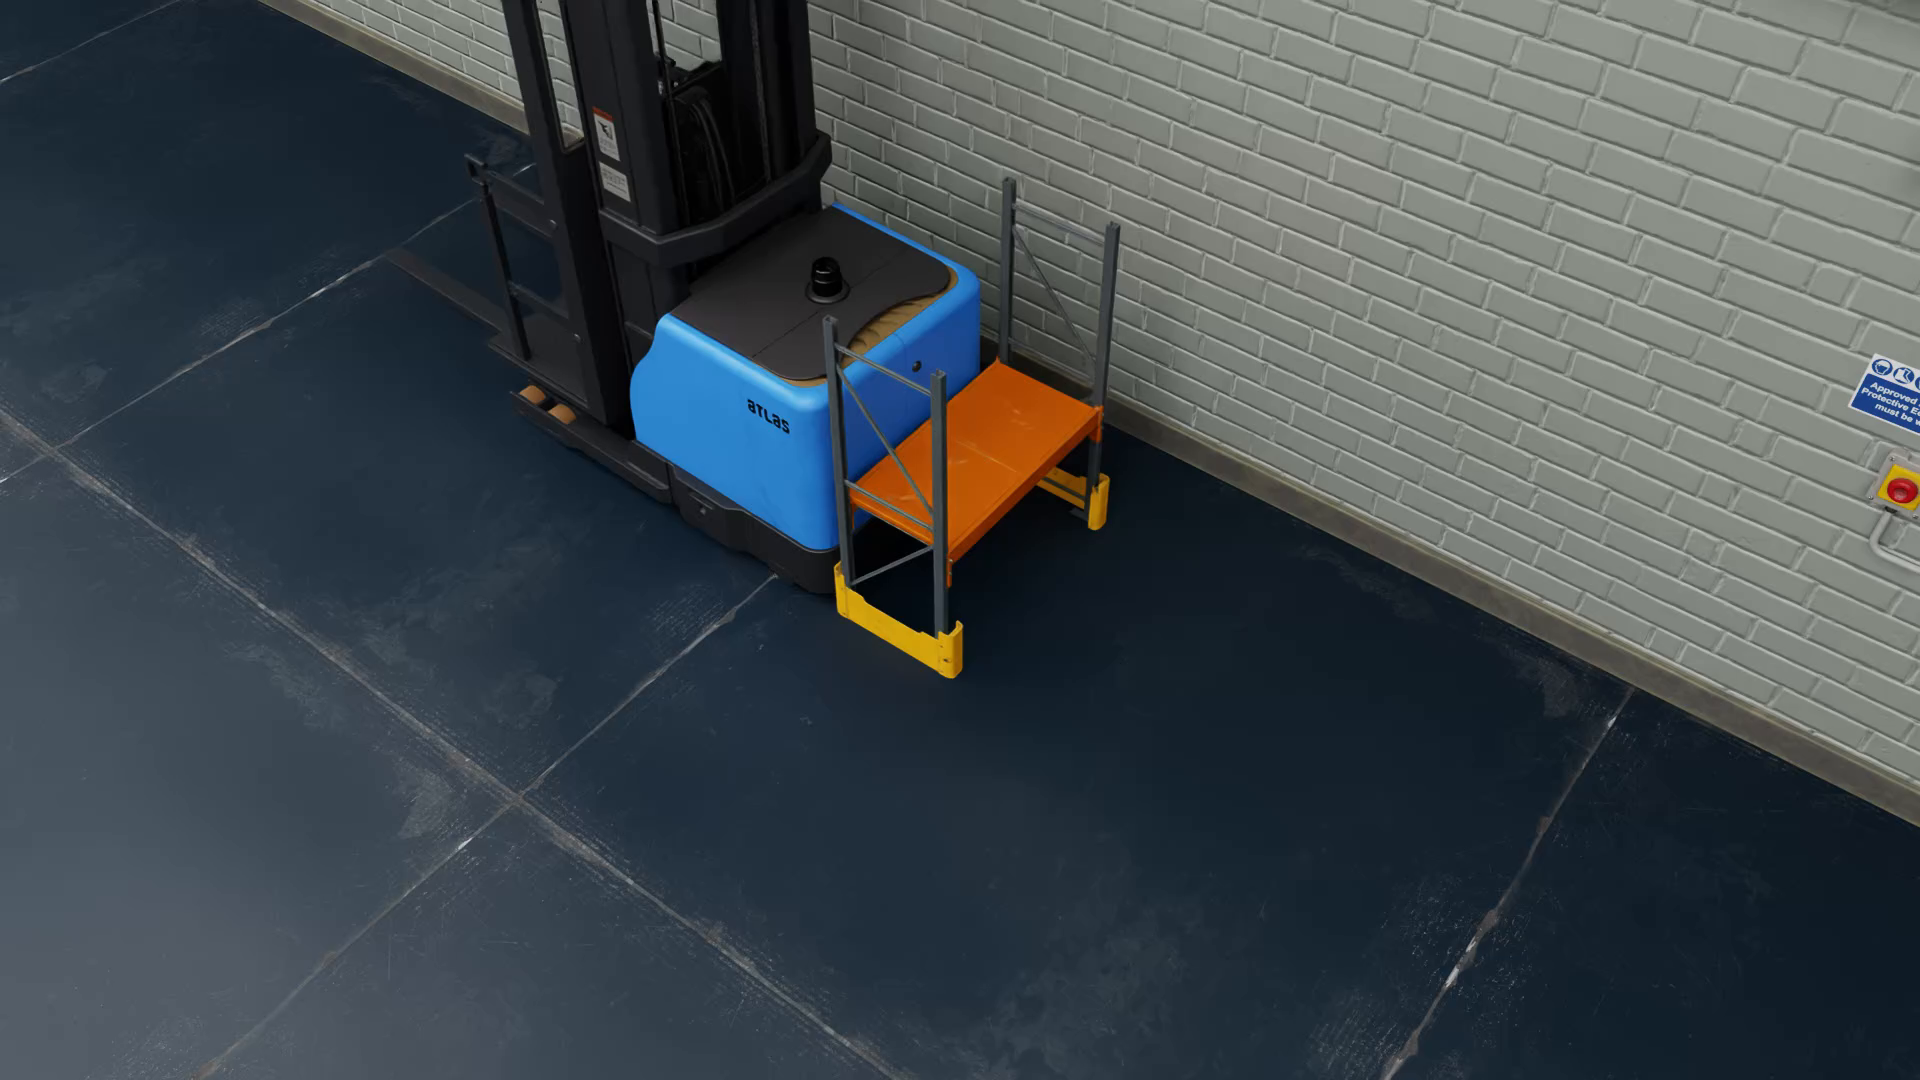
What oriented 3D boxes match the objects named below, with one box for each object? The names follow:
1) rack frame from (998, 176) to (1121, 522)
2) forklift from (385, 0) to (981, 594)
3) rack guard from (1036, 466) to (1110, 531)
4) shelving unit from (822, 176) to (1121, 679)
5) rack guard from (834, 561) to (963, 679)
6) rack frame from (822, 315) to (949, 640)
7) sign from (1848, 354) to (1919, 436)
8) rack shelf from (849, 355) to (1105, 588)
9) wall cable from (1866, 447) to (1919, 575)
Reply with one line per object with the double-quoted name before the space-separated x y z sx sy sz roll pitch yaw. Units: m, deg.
"rack frame" 0.363 -0.704 6.550 0.500 1.500 0.032 29 53 25
"forklift" -1.360 -1.707 6.518 3.031 2.935 1.130 31 54 26
"rack guard" 0.362 -0.271 7.001 0.587 0.250 0.087 29 53 25
"shelving unit" 0.061 -0.416 6.275 0.587 1.500 1.083 29 53 25
"rack guard" -0.239 0.303 6.453 0.587 0.250 0.087 29 53 25
"rack frame" -0.251 -0.118 5.990 0.500 1.500 0.032 29 53 25
"sign" 2.905 -0.420 5.055 0.327 0.218 0.001 29 53 25
"rack shelf" 0.056 -0.286 6.400 0.538 0.185 1.000 29 53 25
"wall cable" 2.906 -0.632 4.720 0.585 1.953 0.123 29 53 25
